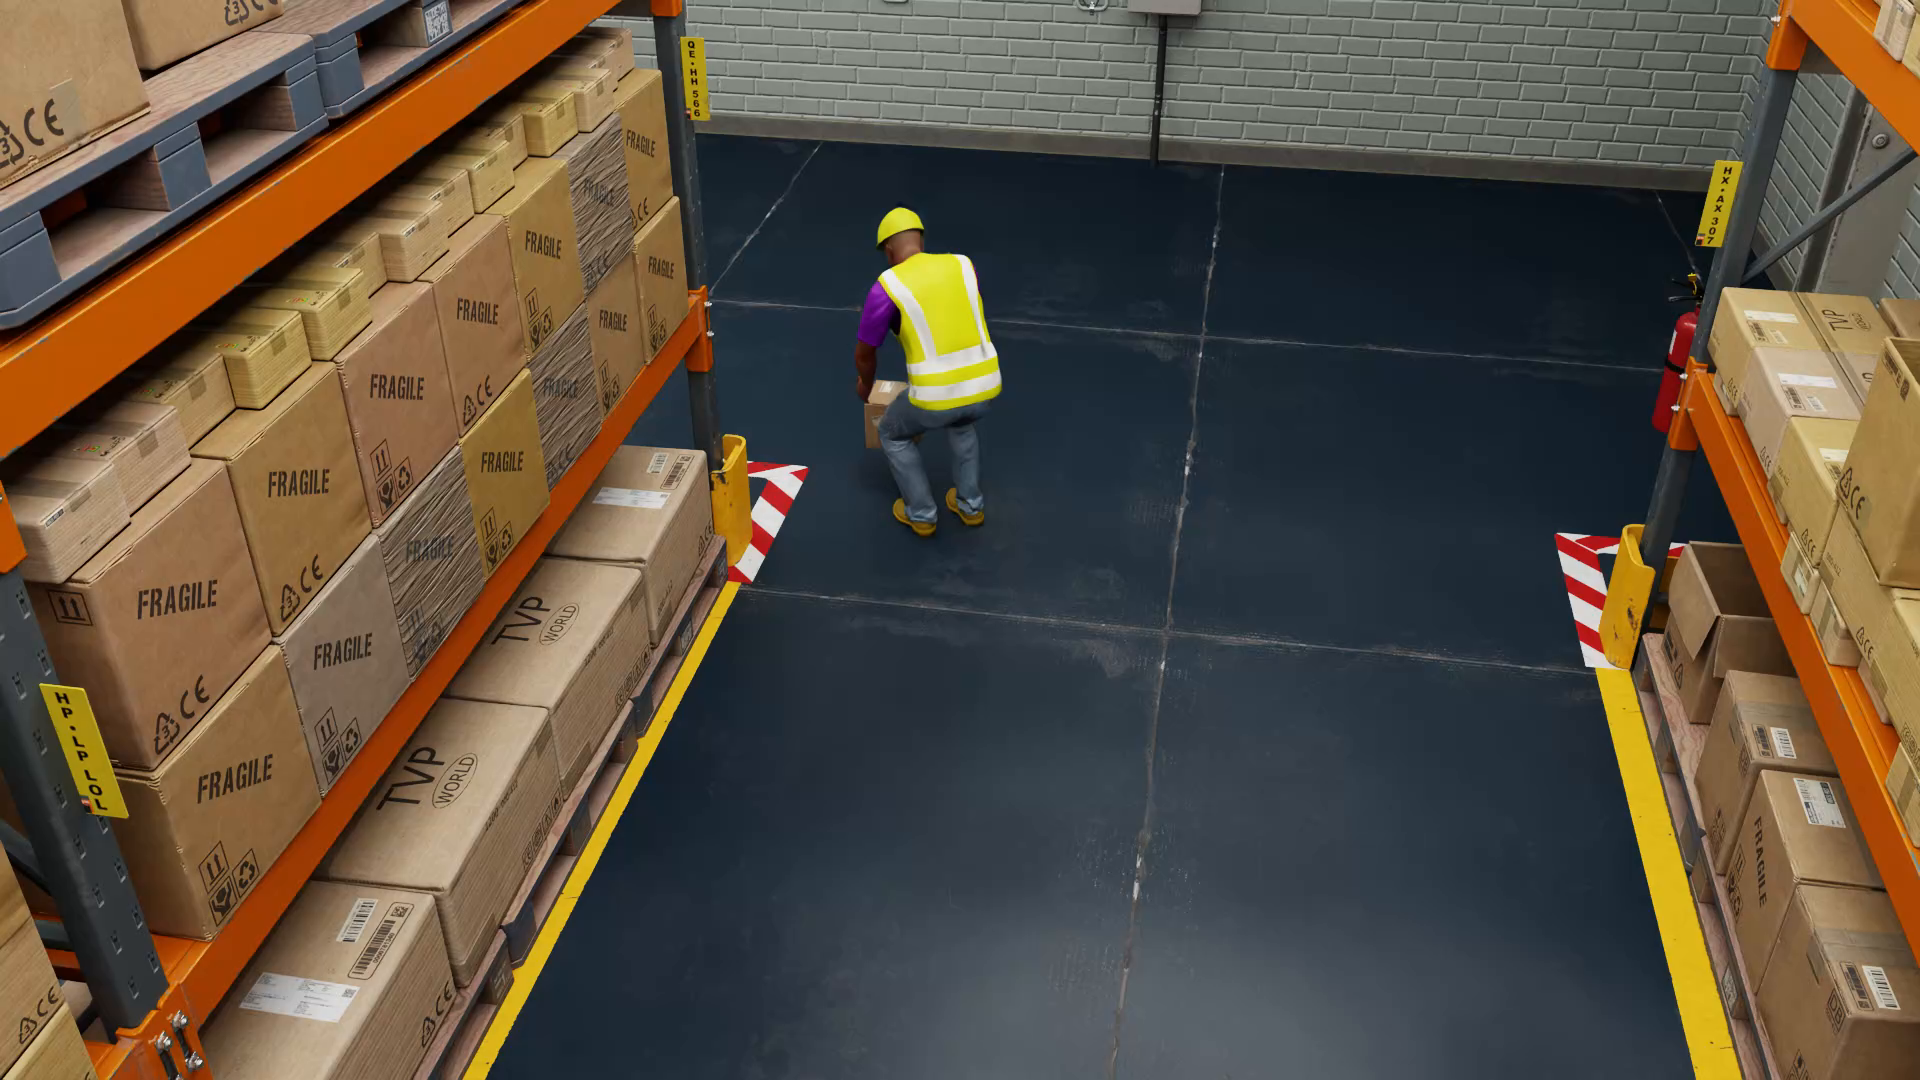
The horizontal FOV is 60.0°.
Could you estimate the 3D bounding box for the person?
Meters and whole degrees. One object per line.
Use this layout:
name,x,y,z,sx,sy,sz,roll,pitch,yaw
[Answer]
person,-0.151,-0.735,7.568,0.630,1.462,0.727,-15,35,-22
